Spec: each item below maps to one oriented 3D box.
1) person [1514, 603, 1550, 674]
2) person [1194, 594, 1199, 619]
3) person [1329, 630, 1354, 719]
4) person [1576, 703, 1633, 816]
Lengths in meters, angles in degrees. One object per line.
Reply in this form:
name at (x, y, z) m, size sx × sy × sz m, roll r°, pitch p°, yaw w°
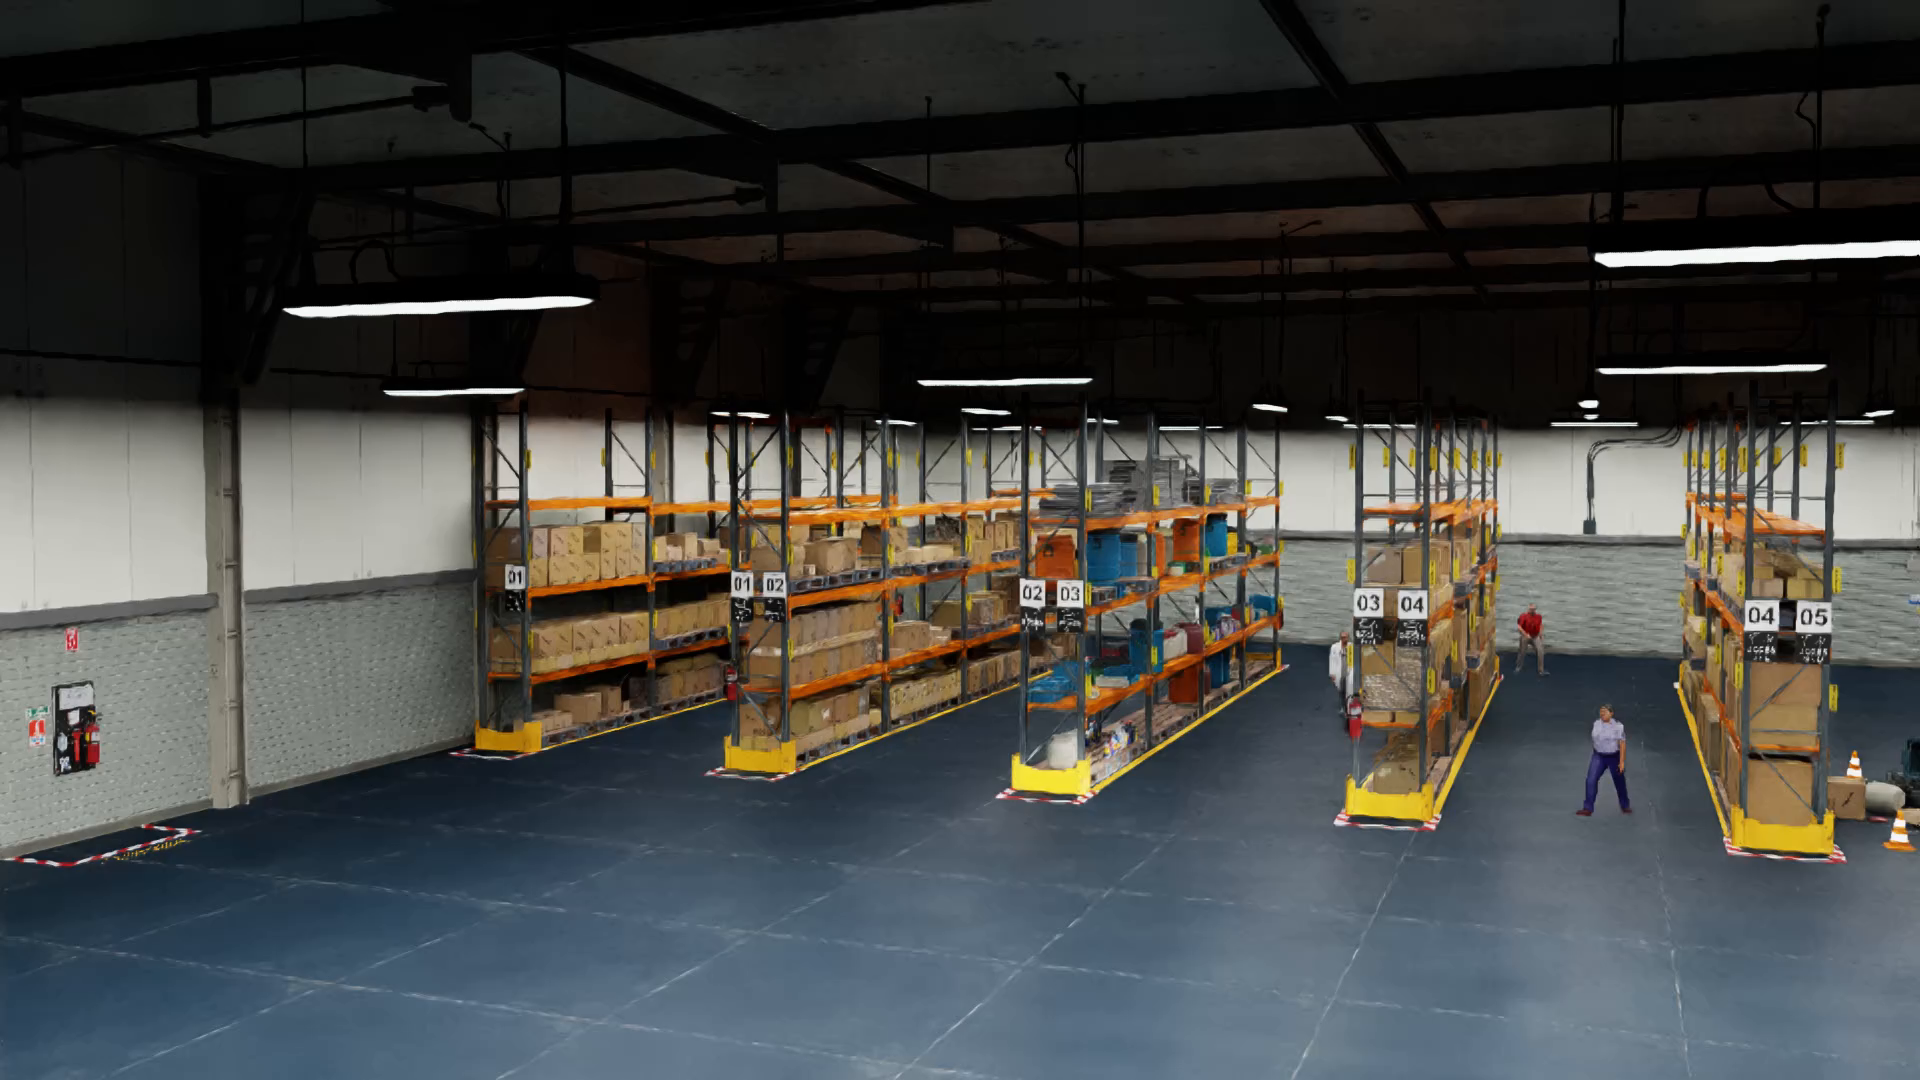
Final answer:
person at (13.300, 2.279, 38.743) m, size 0.700 × 1.662 × 0.851 m, roll 0°, pitch 3°, yaw 4°
person at (5.903, 2.158, 40.854) m, size 0.364 × 1.682 × 0.582 m, roll 0°, pitch 3°, yaw 9°
person at (7.406, 2.571, 32.061) m, size 0.598 × 1.693 × 1.172 m, roll 1°, pitch 3°, yaw 23°
person at (9.074, 3.070, 23.313) m, size 0.512 × 1.596 × 0.935 m, roll 3°, pitch 4°, yaw 45°
